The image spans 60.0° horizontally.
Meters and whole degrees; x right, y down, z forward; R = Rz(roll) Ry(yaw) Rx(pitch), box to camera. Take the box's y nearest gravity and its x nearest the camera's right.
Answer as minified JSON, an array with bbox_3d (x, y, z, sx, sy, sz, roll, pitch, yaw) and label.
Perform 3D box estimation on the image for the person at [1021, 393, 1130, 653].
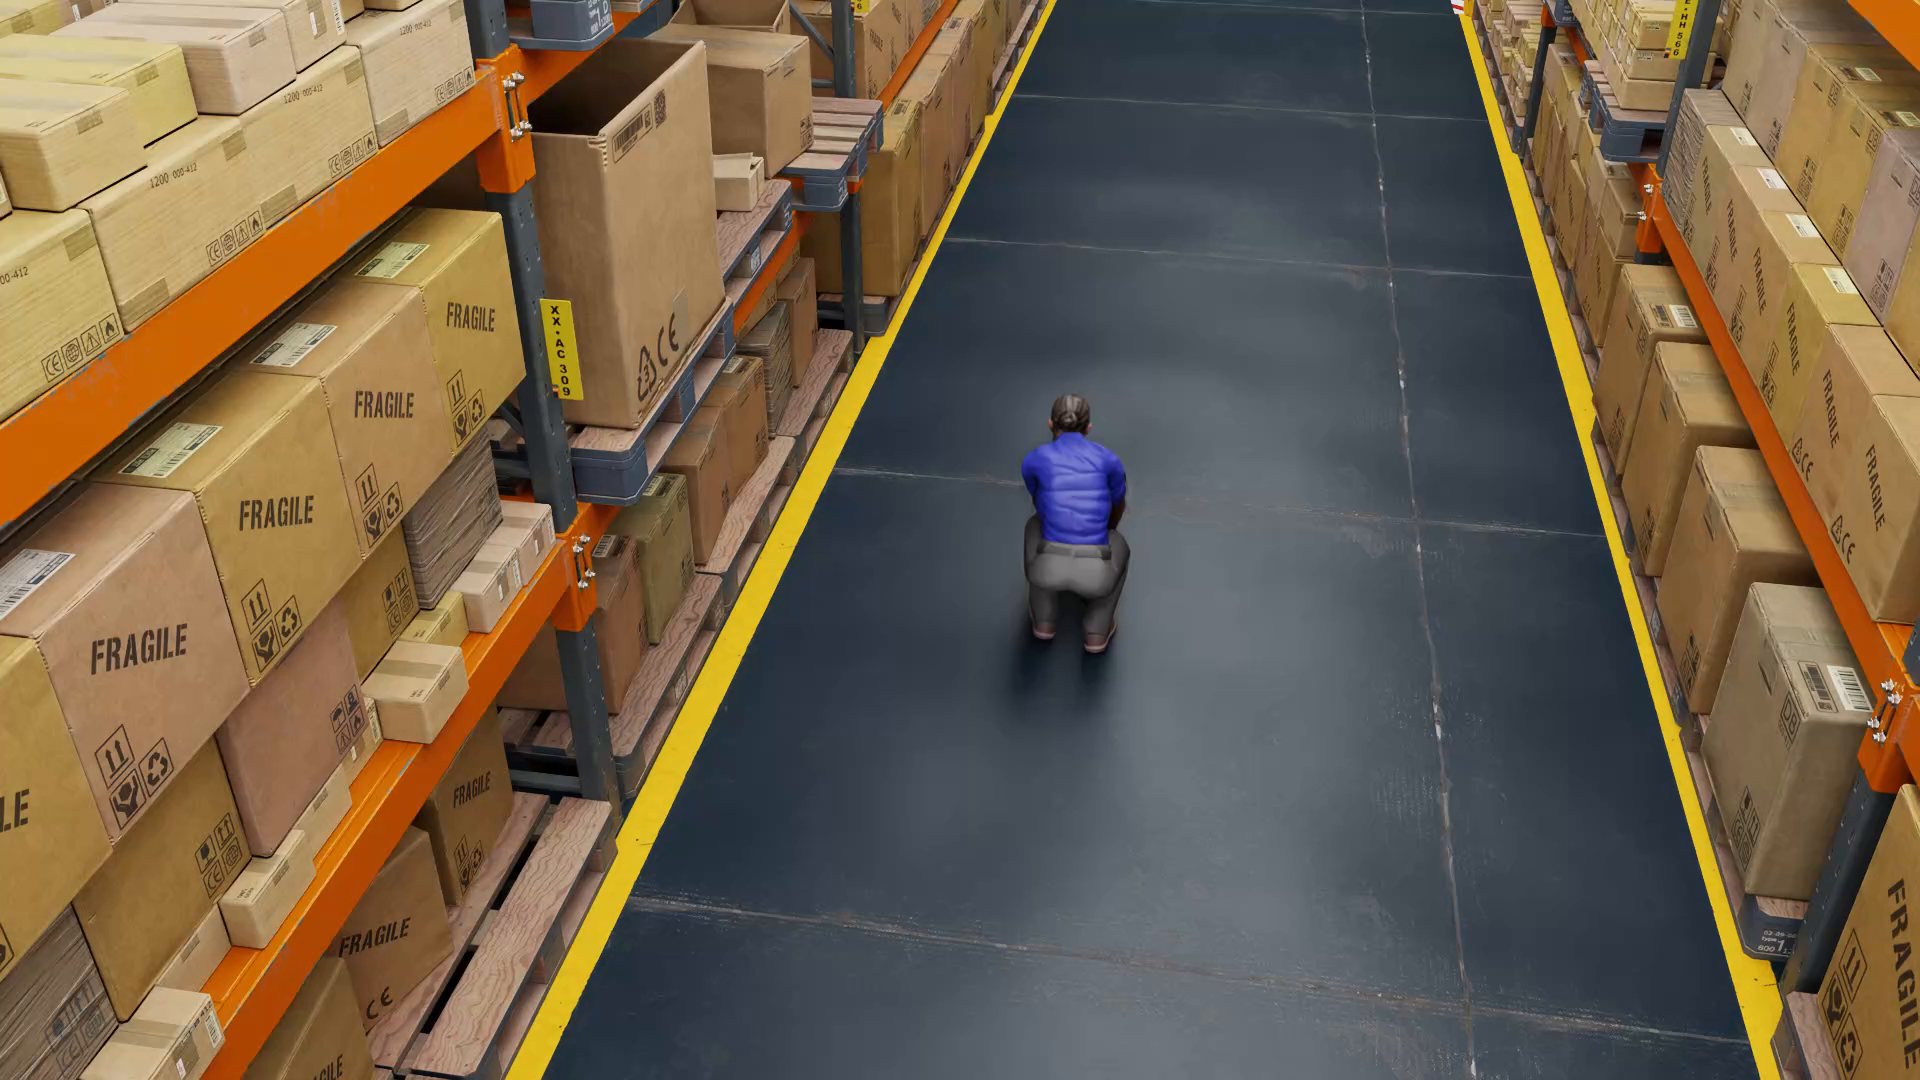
[{"bbox_3d":[0.482,-0.082,6.953,0.468,0.942,0.844,5,33,7],"label":"person"}]
